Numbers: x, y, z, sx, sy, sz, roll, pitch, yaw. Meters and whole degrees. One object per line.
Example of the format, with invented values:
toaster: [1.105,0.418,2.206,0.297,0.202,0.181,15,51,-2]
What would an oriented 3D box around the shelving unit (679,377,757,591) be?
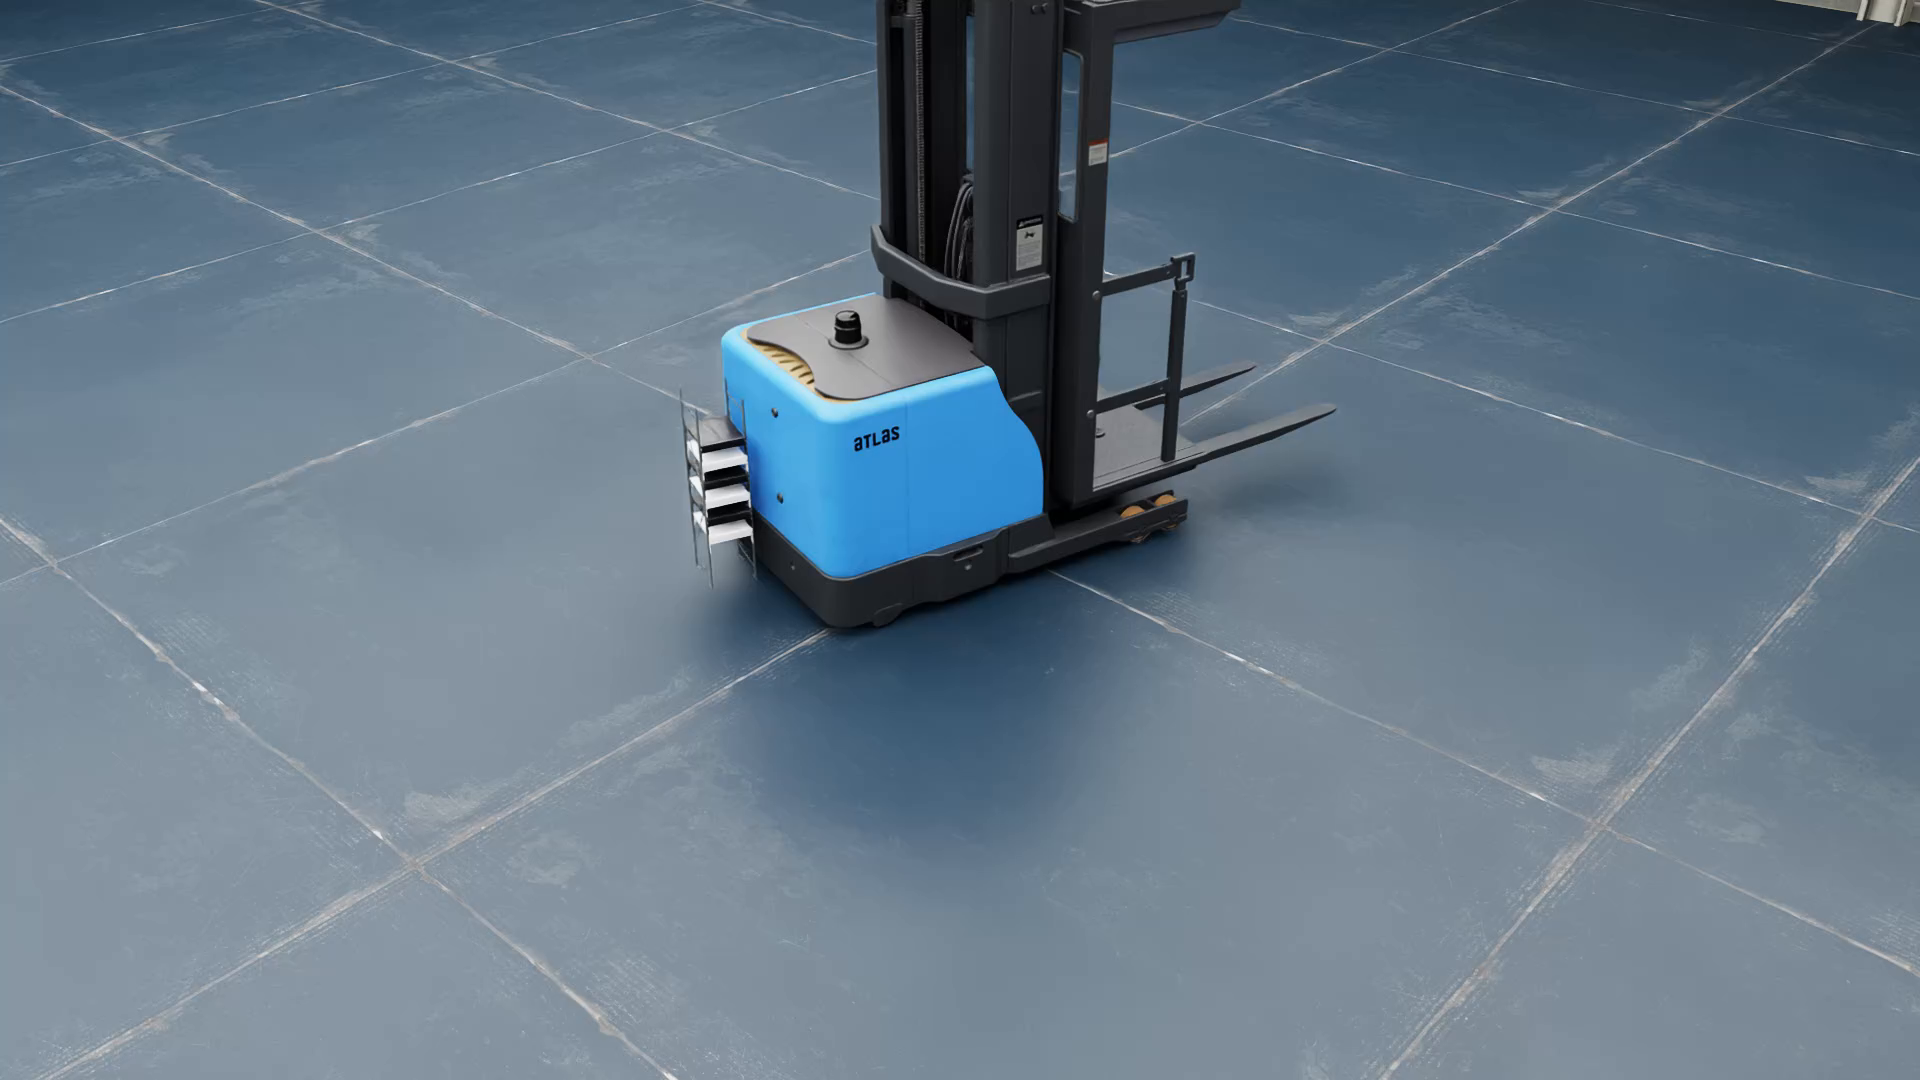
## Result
shelving unit: [-1.055,-0.238,7.273,0.210,0.900,0.258,-14,34,-22]

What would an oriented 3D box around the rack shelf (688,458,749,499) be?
rack shelf: [-1.055,-0.287,7.244,0.200,0.077,0.258,-14,34,-22]

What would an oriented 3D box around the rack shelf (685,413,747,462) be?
rack shelf: [-1.055,-0.441,7.151,0.200,0.077,0.258,-14,34,-22]

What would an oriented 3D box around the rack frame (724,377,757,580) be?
rack frame: [-0.963,-0.261,7.311,0.006,0.900,0.240,-14,34,-22]

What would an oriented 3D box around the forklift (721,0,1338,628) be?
forklift: [0.467,-1.455,7.325,3.031,2.935,1.130,-19,36,-28]

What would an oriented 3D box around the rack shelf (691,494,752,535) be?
rack shelf: [-1.055,-0.133,7.337,0.200,0.077,0.258,-14,34,-22]

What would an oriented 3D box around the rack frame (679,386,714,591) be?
rack frame: [-1.147,-0.216,7.236,0.006,0.900,0.240,-14,34,-22]

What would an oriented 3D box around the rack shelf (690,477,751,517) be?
rack shelf: [-1.055,-0.210,7.290,0.200,0.077,0.258,-14,34,-22]

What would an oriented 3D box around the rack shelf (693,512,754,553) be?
rack shelf: [-1.055,-0.055,7.383,0.200,0.077,0.258,-14,34,-22]

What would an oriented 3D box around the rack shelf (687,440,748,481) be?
rack shelf: [-1.055,-0.364,7.198,0.200,0.077,0.258,-14,34,-22]

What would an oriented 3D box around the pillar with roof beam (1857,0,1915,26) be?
pillar with roof beam: [6.062,-7.252,11.071,0.400,9.000,9.100,25,39,35]
